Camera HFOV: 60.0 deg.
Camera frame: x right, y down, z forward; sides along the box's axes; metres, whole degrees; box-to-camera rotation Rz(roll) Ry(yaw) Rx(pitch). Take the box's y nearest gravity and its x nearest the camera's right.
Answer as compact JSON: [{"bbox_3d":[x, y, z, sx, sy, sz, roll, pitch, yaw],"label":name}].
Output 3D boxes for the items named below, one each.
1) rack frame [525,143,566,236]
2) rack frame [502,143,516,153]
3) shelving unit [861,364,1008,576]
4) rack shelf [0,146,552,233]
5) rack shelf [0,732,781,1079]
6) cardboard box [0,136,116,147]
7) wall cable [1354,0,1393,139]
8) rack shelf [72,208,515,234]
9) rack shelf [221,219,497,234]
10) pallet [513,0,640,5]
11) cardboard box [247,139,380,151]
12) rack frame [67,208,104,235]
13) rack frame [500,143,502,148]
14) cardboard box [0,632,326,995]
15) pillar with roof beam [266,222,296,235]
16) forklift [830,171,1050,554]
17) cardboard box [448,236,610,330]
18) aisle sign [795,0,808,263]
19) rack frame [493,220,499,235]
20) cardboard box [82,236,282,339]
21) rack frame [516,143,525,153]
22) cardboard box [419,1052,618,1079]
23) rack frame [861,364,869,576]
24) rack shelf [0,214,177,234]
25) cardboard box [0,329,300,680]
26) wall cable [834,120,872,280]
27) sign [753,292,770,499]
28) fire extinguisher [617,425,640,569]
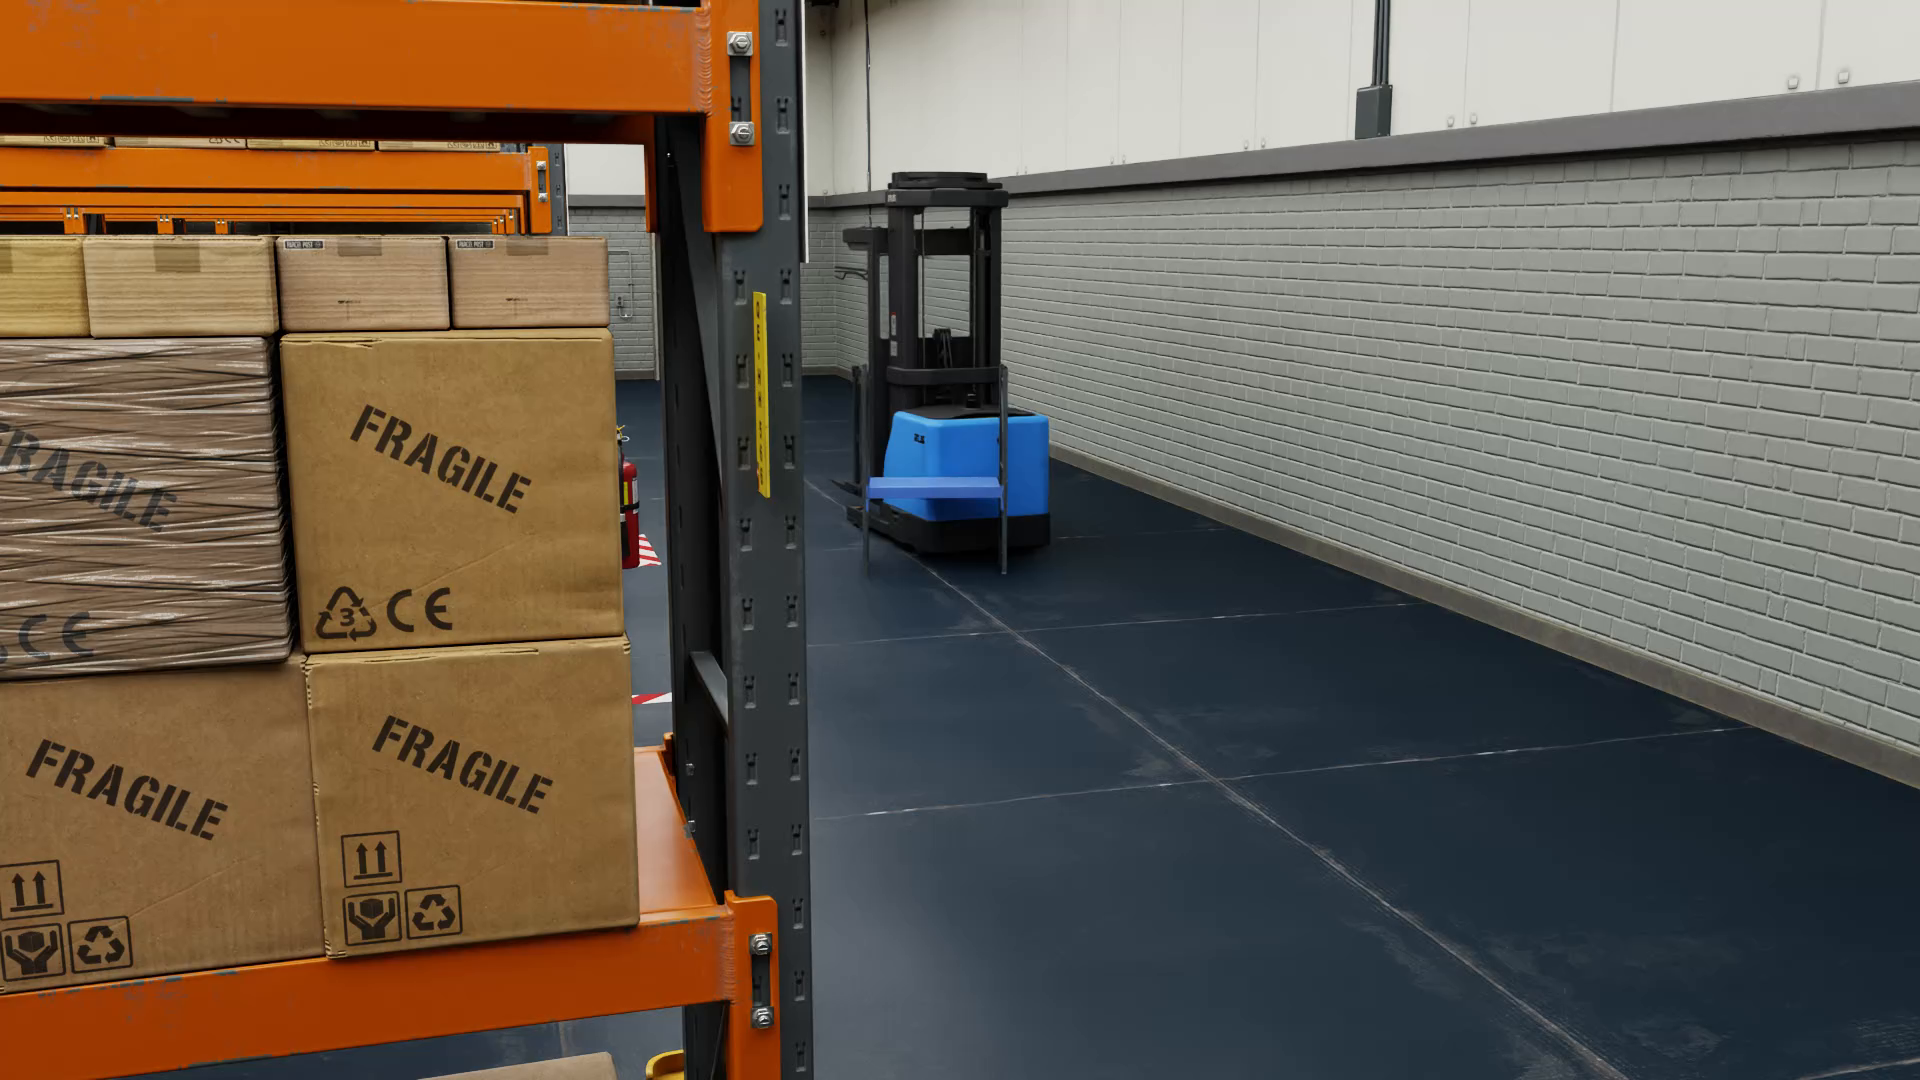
[{"bbox_3d":[-1.940,-0.499,7.973,0.127,3.000,1.000,-3,11,-16],"label":"rack frame"},{"bbox_3d":[-4.613,-5.178,16.818,0.127,3.000,1.000,-3,11,-16],"label":"rack frame"},{"bbox_3d":[-0.190,-0.526,12.259,1.048,1.500,0.538,0,11,-2],"label":"shelving unit"},{"bbox_3d":[-3.860,-1.519,7.216,4.000,0.370,1.077,-3,11,-16],"label":"rack shelf"},{"bbox_3d":[-2.379,0.811,2.841,4.000,0.370,1.077,-3,11,-16],"label":"rack shelf"},{"bbox_3d":[-3.775,-1.751,6.904,0.500,0.250,0.500,-3,11,-13],"label":"cardboard box"},{"bbox_3d":[3.164,-5.586,10.149,0.120,5.999,2.277,-3,11,-16],"label":"wall cable"},{"bbox_3d":[-6.534,-3.248,16.605,4.000,0.370,1.077,-3,11,-16],"label":"rack shelf"},{"bbox_3d":[-9.303,-4.970,25.960,4.000,0.370,1.077,-3,11,-16],"label":"rack shelf"},{"bbox_3d":[-1.168,-1.036,2.849,1.213,0.211,1.003,-3,11,-16],"label":"pallet"},{"bbox_3d":[-2.790,-1.804,7.193,0.500,0.250,0.500,-3,11,-16],"label":"cardboard box"},{"bbox_3d":[-8.454,-2.025,16.261,0.127,3.000,1.000,-3,11,-16],"label":"rack frame"},{"bbox_3d":[-5.994,-6.039,21.496,0.127,3.000,1.000,-3,11,-16],"label":"rack frame"},{"bbox_3d":[-1.334,0.400,2.811,0.500,0.500,0.500,-3,11,-17],"label":"cardboard box"},{"bbox_3d":[-9.589,-6.135,22.017,0.548,9.000,9.100,-3,11,-16],"label":"pillar with roof beam"},{"bbox_3d":[-0.321,-1.559,13.919,1.130,2.935,3.031,-4,11,-22],"label":"forklift"},{"bbox_3d":[-0.748,-0.451,2.880,0.250,0.149,0.380,-3,11,-15],"label":"cardboard box"},{"bbox_3d":[-0.303,-0.872,2.818,0.004,0.787,0.394,-3,11,-16],"label":"aisle sign"},{"bbox_3d":[-7.382,-3.950,26.716,0.127,3.000,1.000,-3,11,-16],"label":"rack frame"},{"bbox_3d":[-1.209,-0.406,2.637,0.250,0.149,0.380,-3,11,-16],"label":"cardboard box"},{"bbox_3d":[-3.229,-4.317,12.141,0.127,3.000,1.000,-3,11,-16],"label":"rack frame"},{"bbox_3d":[-1.065,1.461,3.244,0.875,0.438,0.875,-3,11,-18],"label":"cardboard box"},{"bbox_3d":[-0.698,-0.523,12.242,0.032,1.500,0.500,0,11,-2],"label":"rack frame"},{"bbox_3d":[-11.755,-3.906,20.183,4.000,0.370,1.077,-3,11,-16],"label":"rack shelf"},{"bbox_3d":[-1.349,-0.087,2.698,0.500,0.500,0.500,-3,11,-16],"label":"cardboard box"},{"bbox_3d":[-1.852,-5.597,27.671,0.112,2.526,3.097,-3,11,-16],"label":"wall cable"},{"bbox_3d":[-0.321,-0.235,2.684,0.005,0.325,0.100,-3,11,-16],"label":"sign"},{"bbox_3d":[-1.569,-0.210,7.647,0.183,0.674,0.296,-3,11,-16],"label":"fire extinguisher"}]
